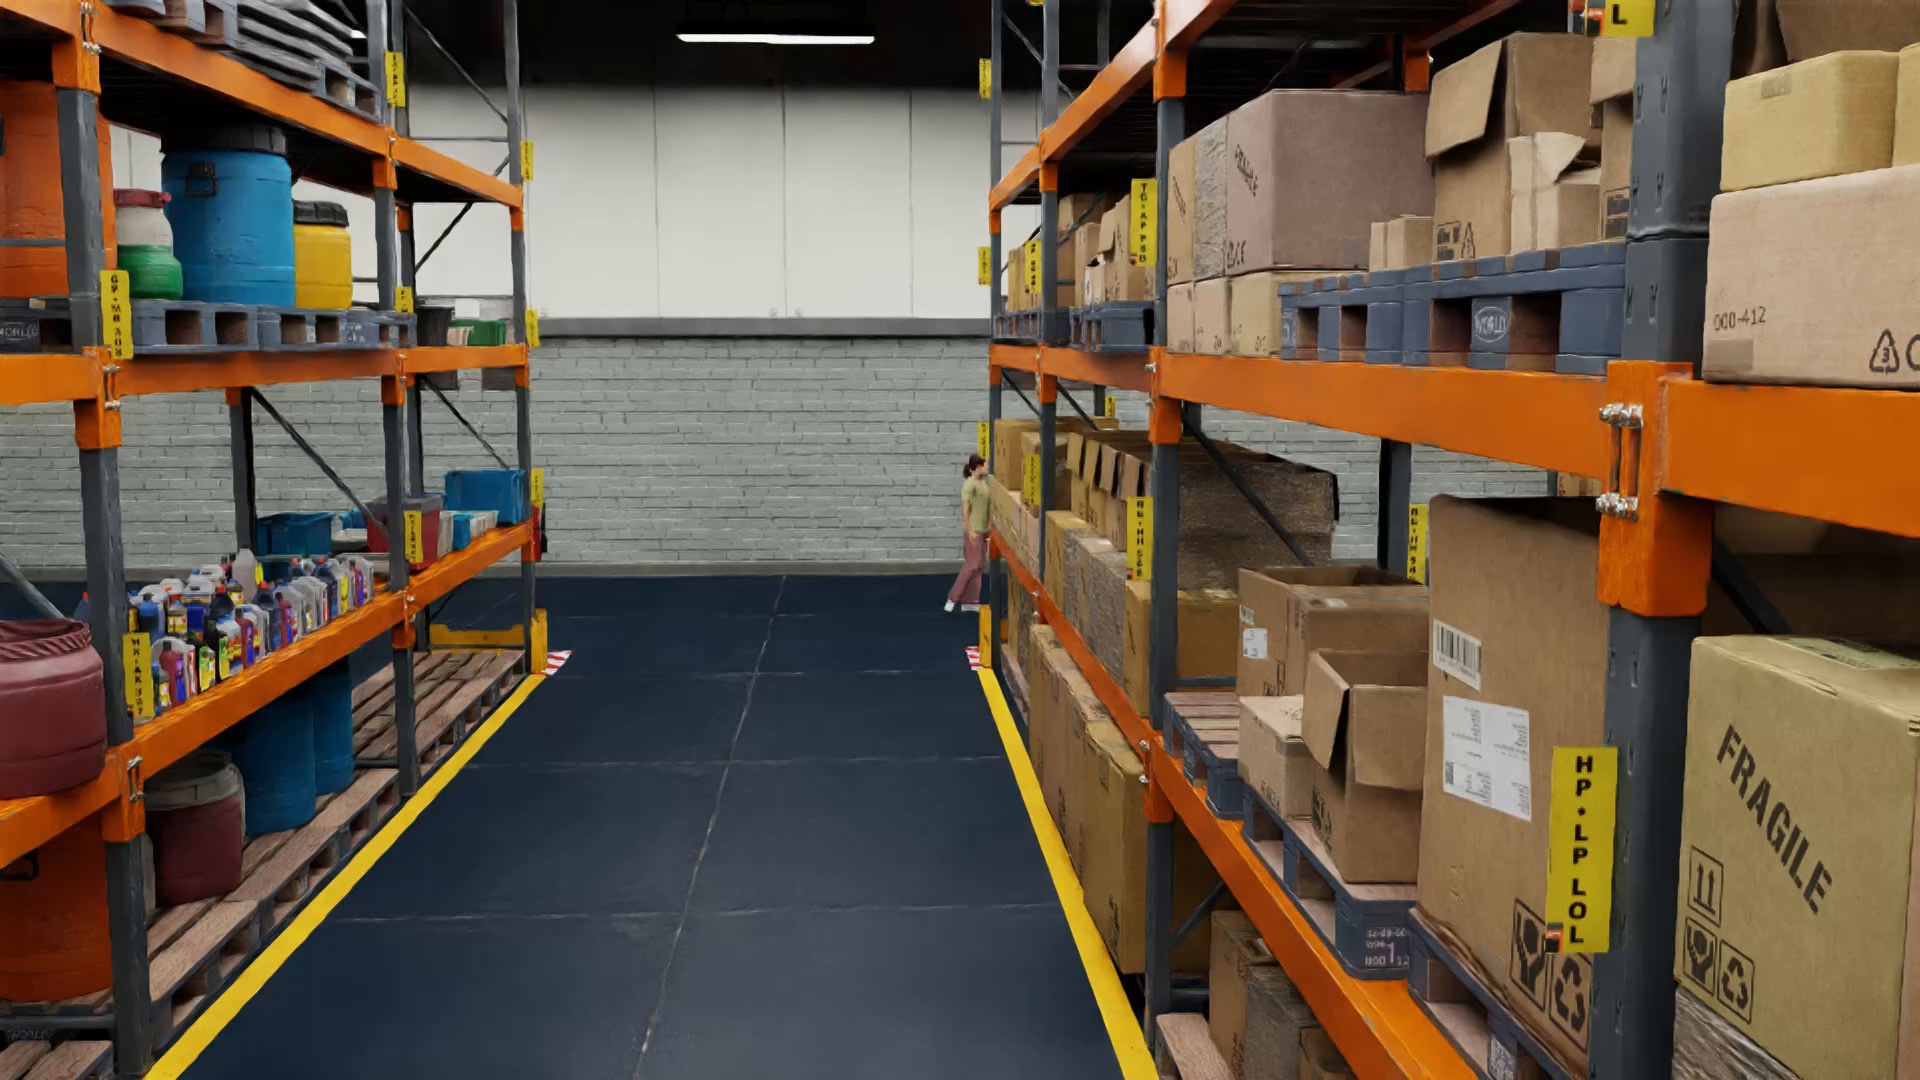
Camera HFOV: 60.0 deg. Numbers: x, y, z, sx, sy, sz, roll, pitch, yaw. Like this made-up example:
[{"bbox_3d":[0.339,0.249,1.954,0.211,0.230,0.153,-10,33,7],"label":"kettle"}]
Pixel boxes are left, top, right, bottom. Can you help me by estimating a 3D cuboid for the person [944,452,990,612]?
[{"bbox_3d":[0.094,-0.077,17.253,0.409,1.667,0.630,4,8,27],"label":"person"}]
